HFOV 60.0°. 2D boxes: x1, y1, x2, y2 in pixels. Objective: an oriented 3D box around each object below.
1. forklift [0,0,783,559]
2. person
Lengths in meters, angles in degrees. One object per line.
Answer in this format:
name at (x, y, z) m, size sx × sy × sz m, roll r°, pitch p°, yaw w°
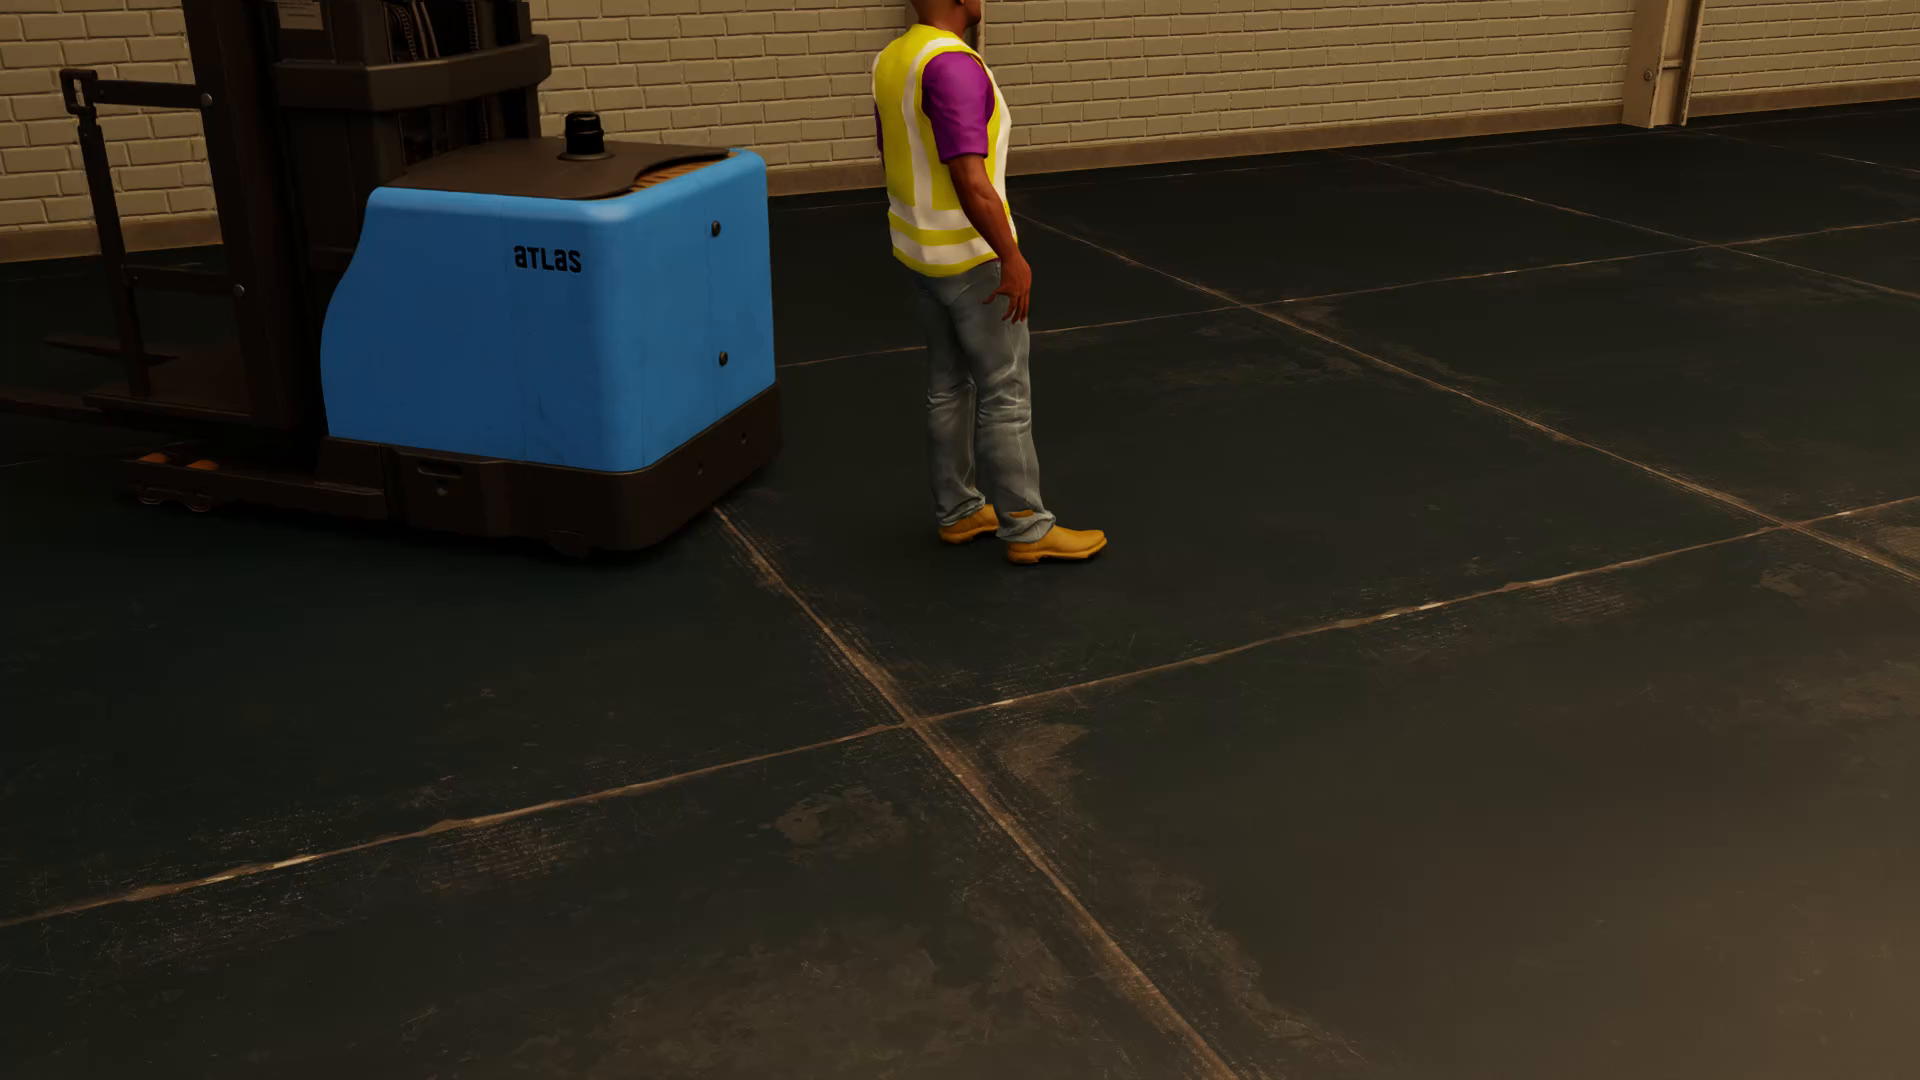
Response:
forklift at (-2.178, -1.623, 5.193) m, size 3.031 × 2.935 × 1.130 m, roll 8°, pitch 24°, yaw 18°
person at (0.063, -0.836, 4.804) m, size 0.572 × 1.764 × 0.669 m, roll -10°, pitch 25°, yaw -23°
